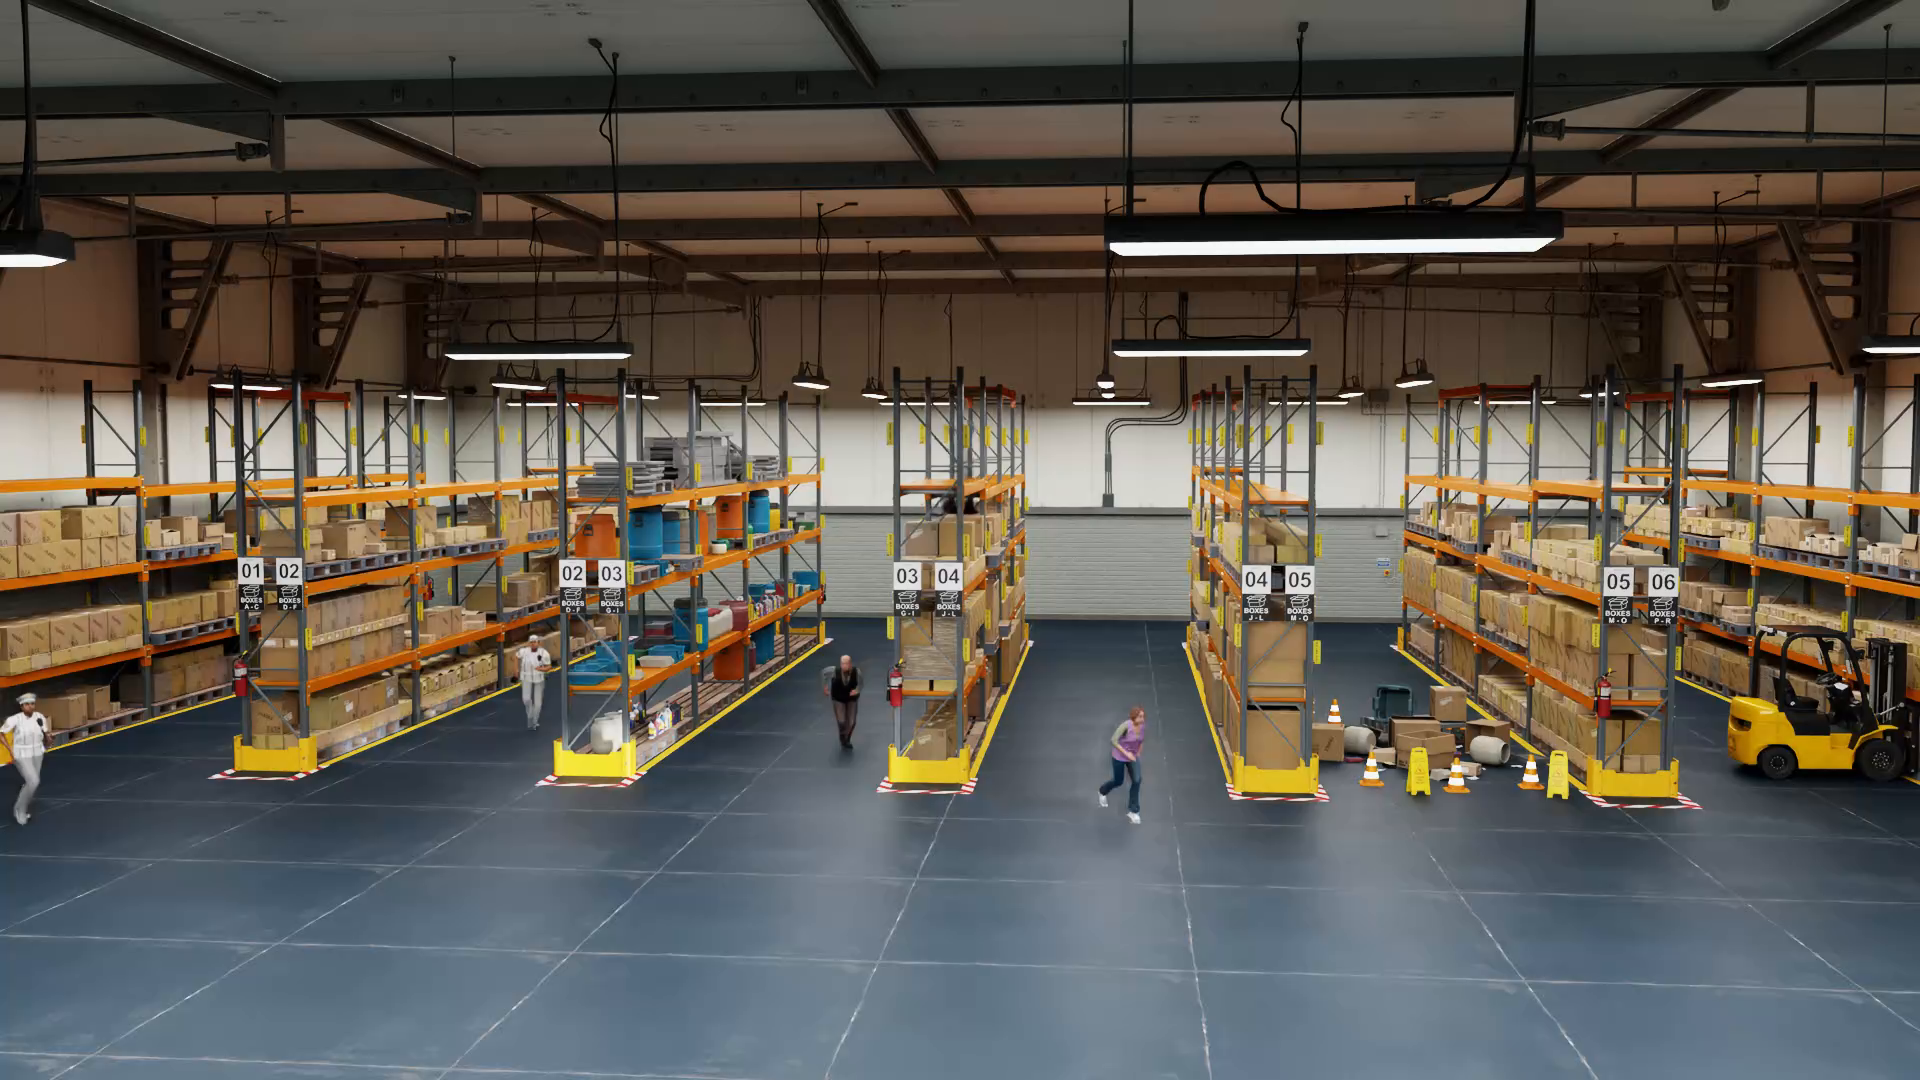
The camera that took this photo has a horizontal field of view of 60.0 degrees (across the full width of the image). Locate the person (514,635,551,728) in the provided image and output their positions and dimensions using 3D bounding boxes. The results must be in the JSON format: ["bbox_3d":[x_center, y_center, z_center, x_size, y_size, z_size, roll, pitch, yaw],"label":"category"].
[{"bbox_3d":[-7.281,2.412,28.320,0.637,1.617,0.759,-1,4,-10],"label":"person"}]

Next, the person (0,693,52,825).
[{"bbox_3d":[-12.060,2.831,21.575,0.667,1.715,0.550,2,4,29],"label":"person"}]

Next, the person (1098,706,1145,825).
[{"bbox_3d":[2.124,2.908,21.854,0.573,1.534,0.917,-2,4,-35],"label":"person"}]

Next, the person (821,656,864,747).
[{"bbox_3d":[-1.873,2.582,26.511,0.684,1.548,0.855,0,4,-7],"label":"person"}]

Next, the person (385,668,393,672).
[{"bbox_3d":[-11.365,2.154,32.968,0.507,1.604,0.667,1,4,10],"label":"person"}]
